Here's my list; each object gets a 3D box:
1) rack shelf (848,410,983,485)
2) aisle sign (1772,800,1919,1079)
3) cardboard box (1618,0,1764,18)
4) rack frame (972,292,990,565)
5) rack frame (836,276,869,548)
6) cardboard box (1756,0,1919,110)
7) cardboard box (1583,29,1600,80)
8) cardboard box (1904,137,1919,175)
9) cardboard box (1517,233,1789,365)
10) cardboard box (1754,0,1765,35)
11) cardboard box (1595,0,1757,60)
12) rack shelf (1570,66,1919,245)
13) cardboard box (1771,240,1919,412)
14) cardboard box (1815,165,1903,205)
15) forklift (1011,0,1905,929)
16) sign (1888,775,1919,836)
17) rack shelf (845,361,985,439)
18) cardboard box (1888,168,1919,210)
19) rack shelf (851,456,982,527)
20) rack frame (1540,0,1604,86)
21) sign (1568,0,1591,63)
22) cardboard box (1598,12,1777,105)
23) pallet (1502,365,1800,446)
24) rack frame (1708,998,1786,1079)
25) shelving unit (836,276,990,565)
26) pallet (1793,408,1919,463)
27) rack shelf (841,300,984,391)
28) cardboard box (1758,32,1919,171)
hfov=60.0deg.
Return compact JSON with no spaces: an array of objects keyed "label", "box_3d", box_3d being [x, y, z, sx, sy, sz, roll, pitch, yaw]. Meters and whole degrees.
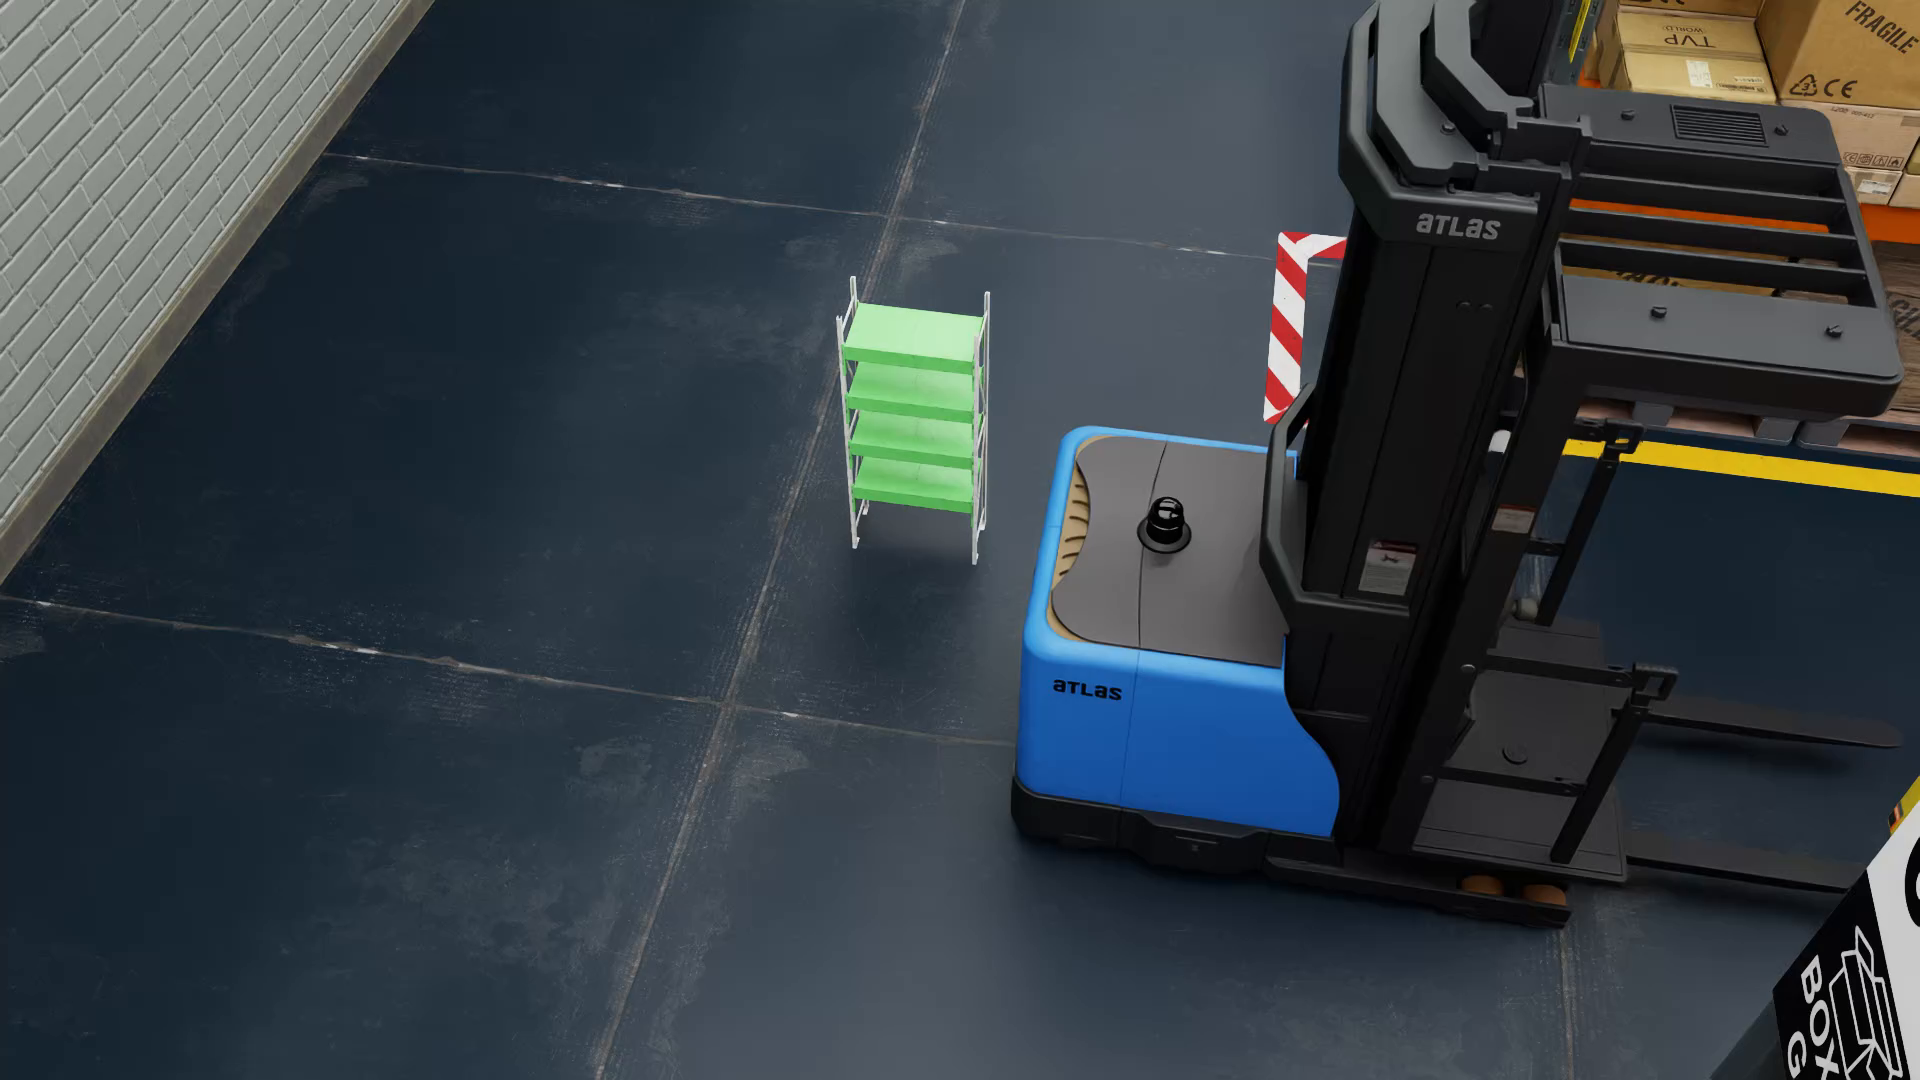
[{"label":"rack shelf","box_3d":[-0.163,-0.380,6.343,0.480,0.148,0.258,8,49,7]},{"label":"aisle sign","box_3d":[1.337,0.640,2.383,0.004,0.787,0.394,8,49,7]},{"label":"cardboard box","box_3d":[2.762,-2.320,6.187,0.500,0.500,0.500,8,49,7]},{"label":"rack frame","box_3d":[0.077,-0.391,6.266,0.015,1.200,0.240,8,49,7]},{"label":"rack frame","box_3d":[-0.403,-0.455,6.324,0.015,1.200,0.240,8,49,7]},{"label":"cardboard box","box_3d":[3.153,-1.865,5.778,0.500,0.500,0.500,7,48,6]},{"label":"cardboard box","box_3d":[2.645,-2.002,6.674,0.250,0.149,0.380,9,49,8]},{"label":"cardboard box","box_3d":[3.667,-1.548,5.997,0.500,0.250,0.500,6,48,6]},{"label":"cardboard box","box_3d":[2.880,-1.297,7.017,0.875,0.875,0.875,8,49,7]},{"label":"cardboard box","box_3d":[3.259,-2.004,6.407,0.500,0.250,0.500,7,48,6]},{"label":"cardboard box","box_3d":[2.760,-2.072,6.468,0.500,0.250,0.500,7,48,6]},{"label":"rack shelf","box_3d":[4.204,-1.387,6.436,4.000,0.370,1.077,8,49,7]},{"label":"cardboard box","box_3d":[3.776,-1.176,6.908,0.875,0.875,0.875,8,49,7]},{"label":"cardboard box","box_3d":[3.288,-1.420,6.150,0.250,0.149,0.380,7,48,6]},{"label":"forklift","box_3d":[1.744,-0.115,4.854,3.031,2.935,1.130,8,49,7]},{"label":"sign","box_3d":[1.437,0.361,2.435,0.005,0.325,0.100,8,49,7]},{"label":"rack shelf","box_3d":[-0.163,-0.541,6.164,0.480,0.148,0.258,8,49,7]},{"label":"cardboard box","box_3d":[3.538,-1.385,6.119,0.250,0.149,0.380,7,48,6]},{"label":"rack shelf","box_3d":[-0.163,-0.220,6.521,0.480,0.148,0.258,8,49,7]},{"label":"rack frame","box_3d":[2.236,-1.893,6.406,0.127,3.000,1.000,8,49,7]},{"label":"sign","box_3d":[2.132,-1.803,5.690,0.005,0.325,0.100,8,49,7]},{"label":"cardboard box","box_3d":[2.661,-1.681,6.116,0.500,0.250,0.500,7,48,6]},{"label":"pallet","box_3d":[3.037,-0.912,7.400,1.213,0.211,1.003,8,49,7]},{"label":"rack frame","box_3d":[1.356,1.731,3.150,0.053,2.616,0.949,8,49,7]},{"label":"shelving unit","box_3d":[-0.163,-0.423,6.295,0.503,1.200,0.258,8,49,7]},{"label":"pallet","box_3d":[4.234,-0.749,7.253,1.213,0.211,1.003,8,49,7]},{"label":"rack shelf","box_3d":[-0.163,-0.701,5.986,0.480,0.148,0.258,8,49,7]},{"label":"cardboard box","box_3d":[3.173,-1.617,6.059,0.500,0.250,0.500,7,48,6]}]
